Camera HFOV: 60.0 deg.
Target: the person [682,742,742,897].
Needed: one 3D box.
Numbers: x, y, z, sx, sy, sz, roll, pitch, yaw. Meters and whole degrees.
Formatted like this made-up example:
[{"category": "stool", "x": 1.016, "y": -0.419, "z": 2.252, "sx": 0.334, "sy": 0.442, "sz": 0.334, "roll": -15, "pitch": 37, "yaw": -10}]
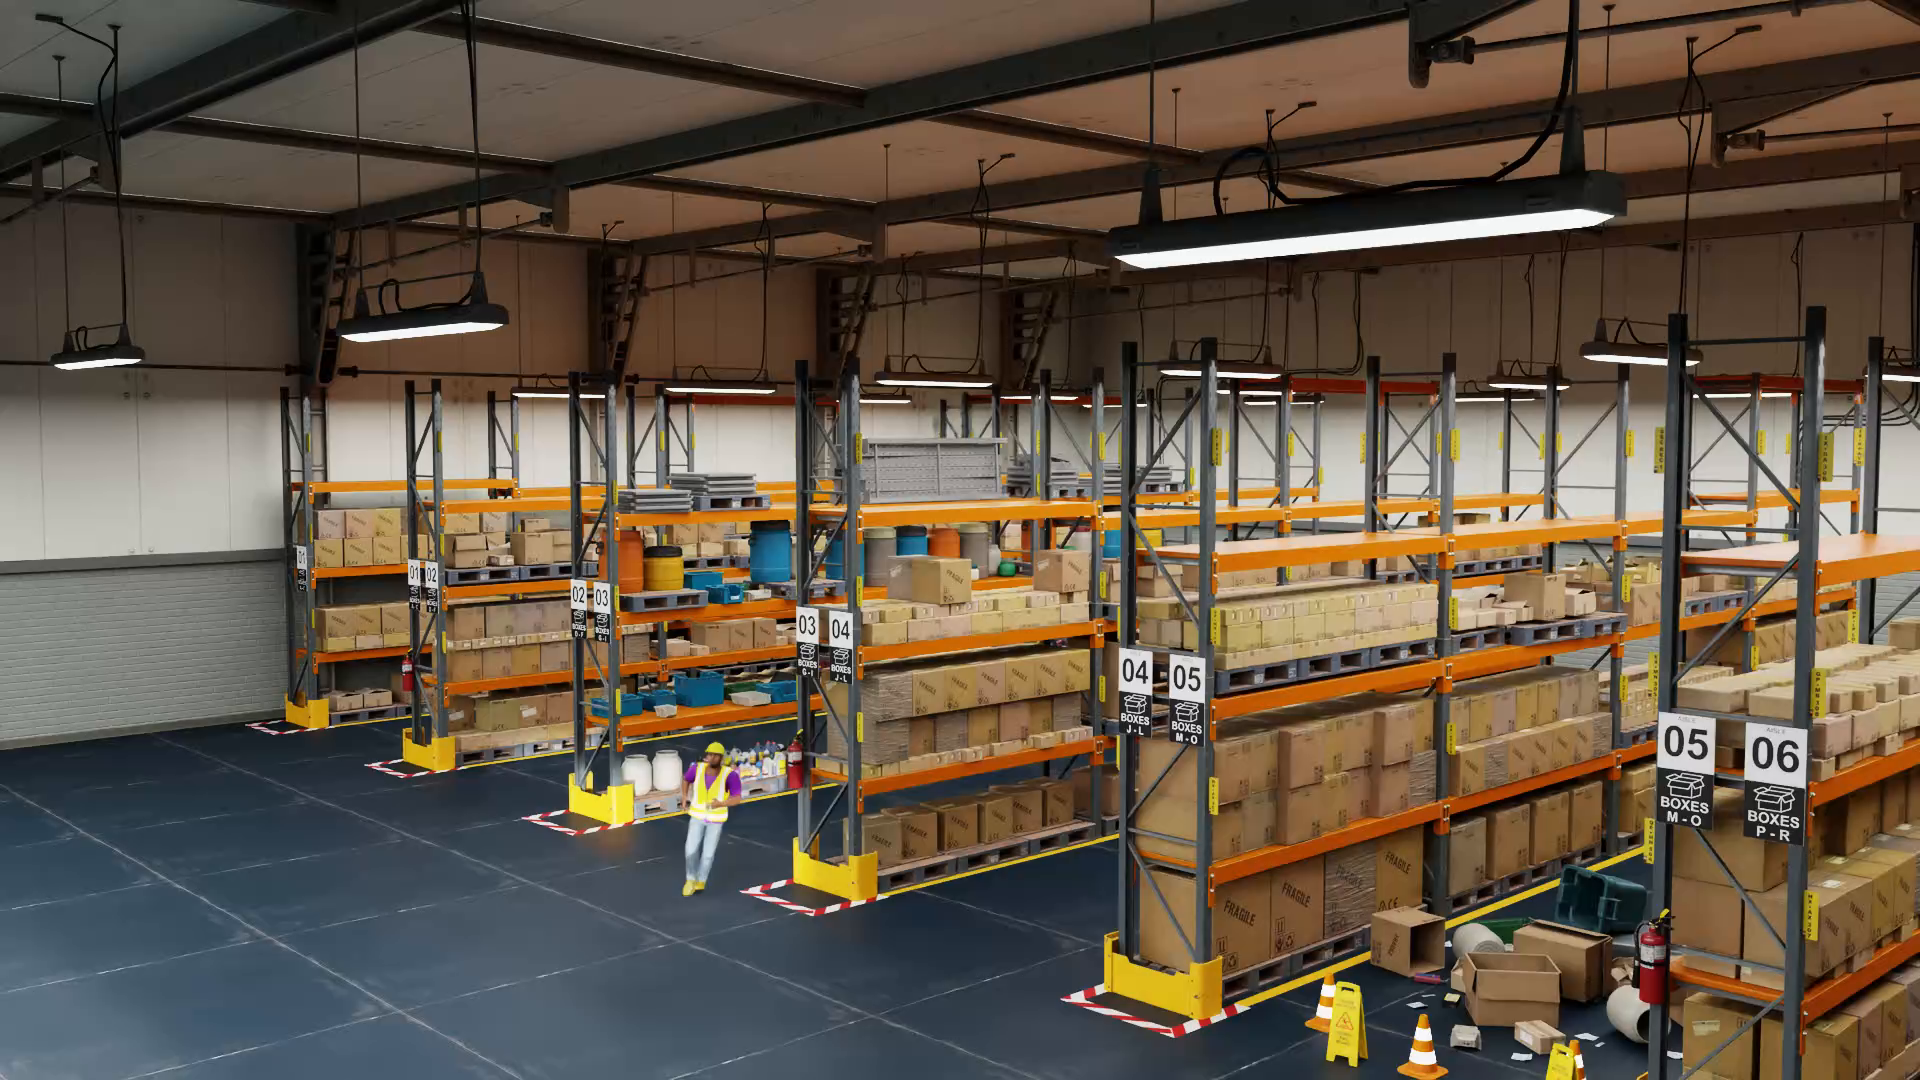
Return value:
[{"category": "person", "x": -2.779, "y": 3.118, "z": 18.581, "sx": 0.695, "sy": 1.764, "sz": 0.619, "roll": 0, "pitch": 4, "yaw": 0}]
